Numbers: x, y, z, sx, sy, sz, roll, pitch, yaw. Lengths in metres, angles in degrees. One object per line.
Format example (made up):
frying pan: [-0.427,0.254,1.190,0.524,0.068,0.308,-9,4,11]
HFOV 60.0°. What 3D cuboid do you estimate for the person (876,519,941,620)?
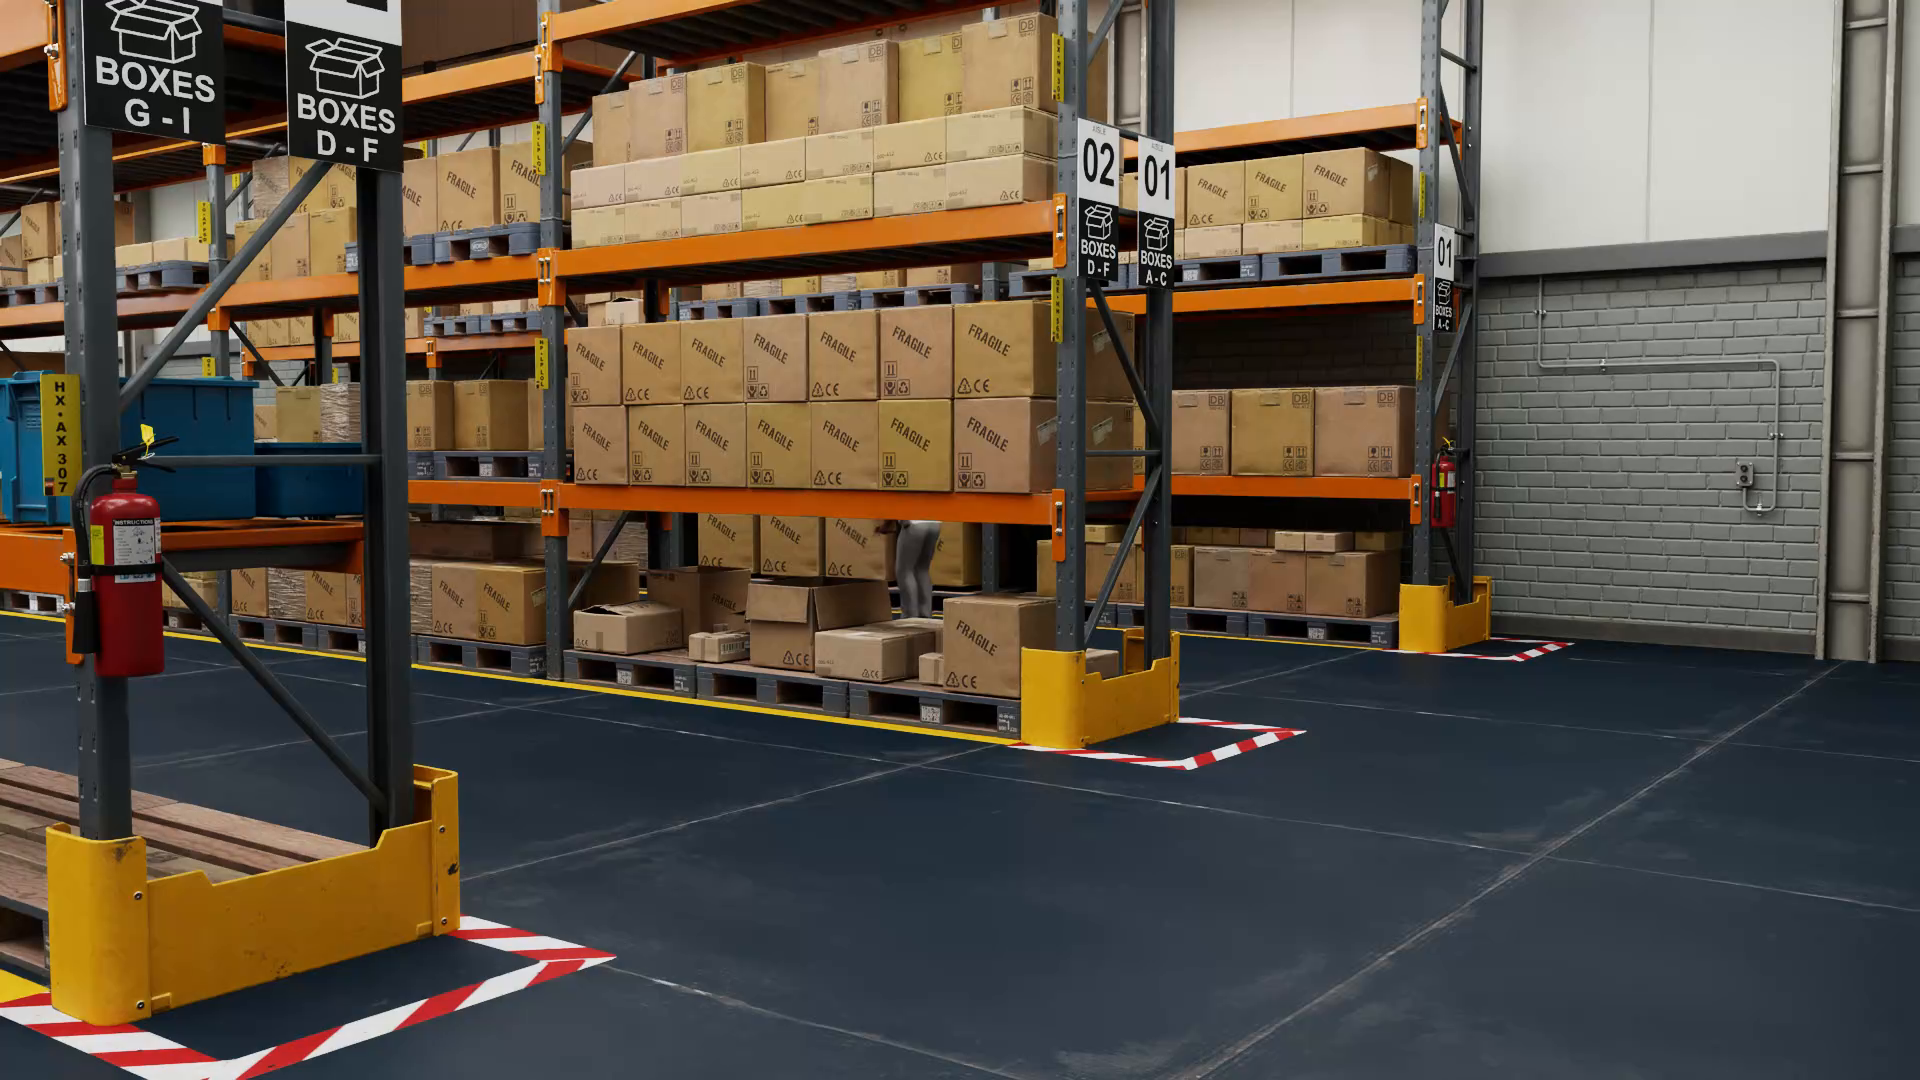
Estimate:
person: [-0.439,-0.092,14.133,0.513,1.685,0.416,2,4,35]
